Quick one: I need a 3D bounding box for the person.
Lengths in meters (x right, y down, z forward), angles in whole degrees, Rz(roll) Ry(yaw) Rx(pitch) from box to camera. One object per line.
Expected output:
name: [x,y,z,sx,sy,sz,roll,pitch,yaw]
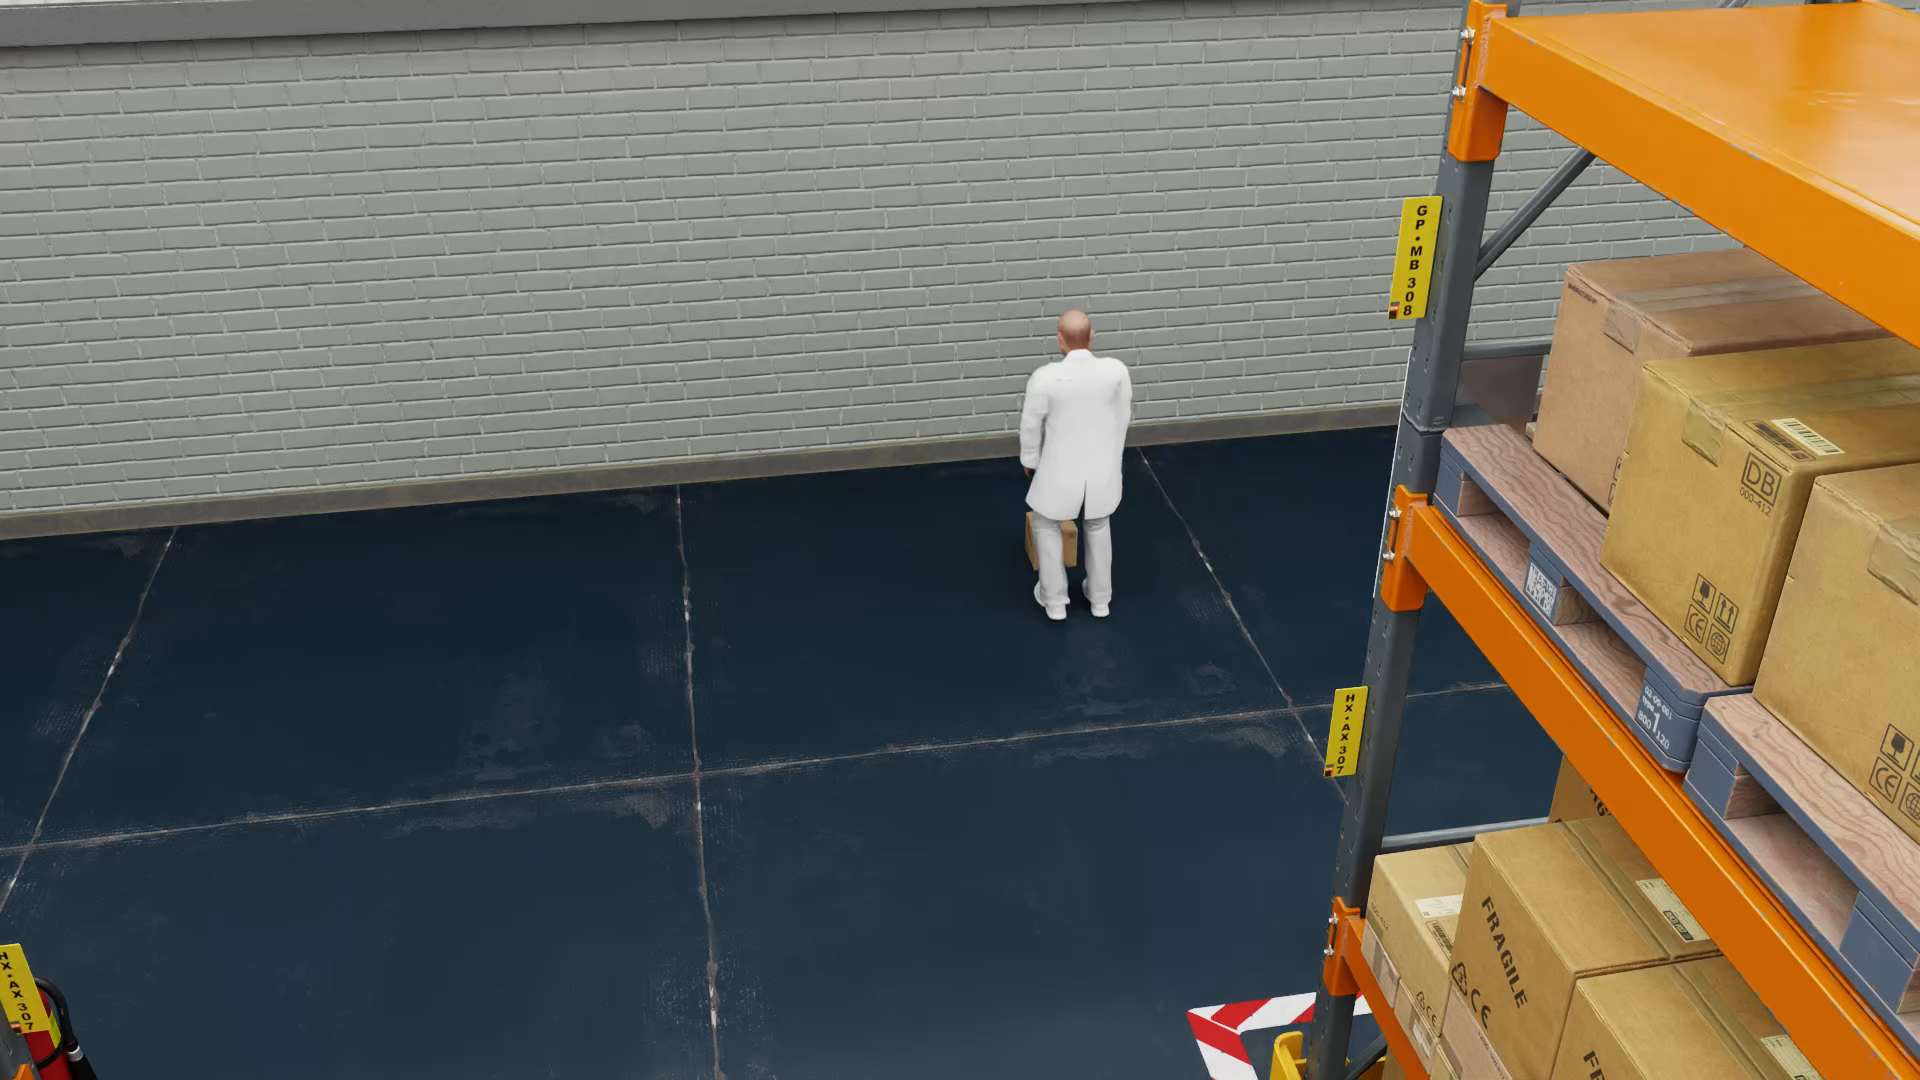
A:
person: [0.601,-0.386,8.870,0.587,1.737,0.416,-5,31,-8]
